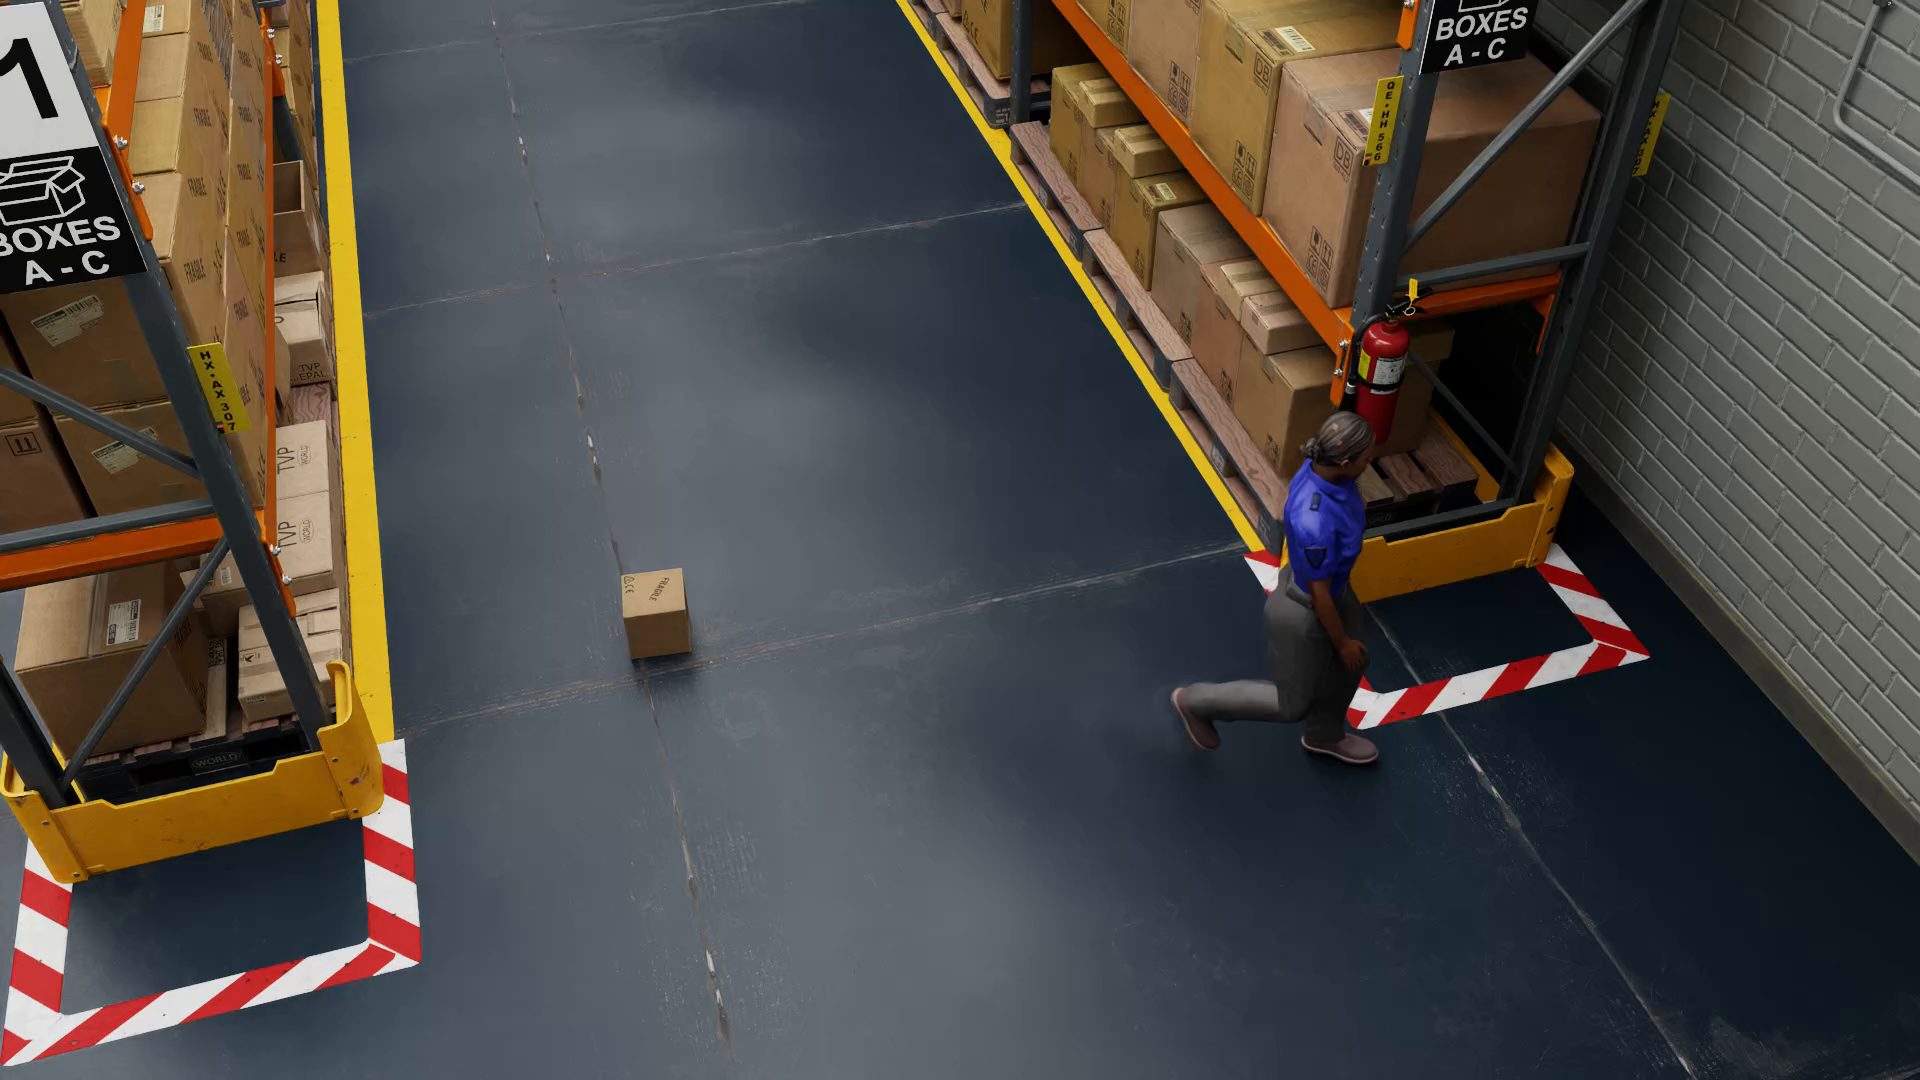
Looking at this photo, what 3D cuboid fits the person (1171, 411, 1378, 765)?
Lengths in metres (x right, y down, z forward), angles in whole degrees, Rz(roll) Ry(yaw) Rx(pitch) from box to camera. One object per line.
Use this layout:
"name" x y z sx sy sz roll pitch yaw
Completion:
"person" 1.213 0.207 5.917 0.783 1.618 0.447 15 45 16
